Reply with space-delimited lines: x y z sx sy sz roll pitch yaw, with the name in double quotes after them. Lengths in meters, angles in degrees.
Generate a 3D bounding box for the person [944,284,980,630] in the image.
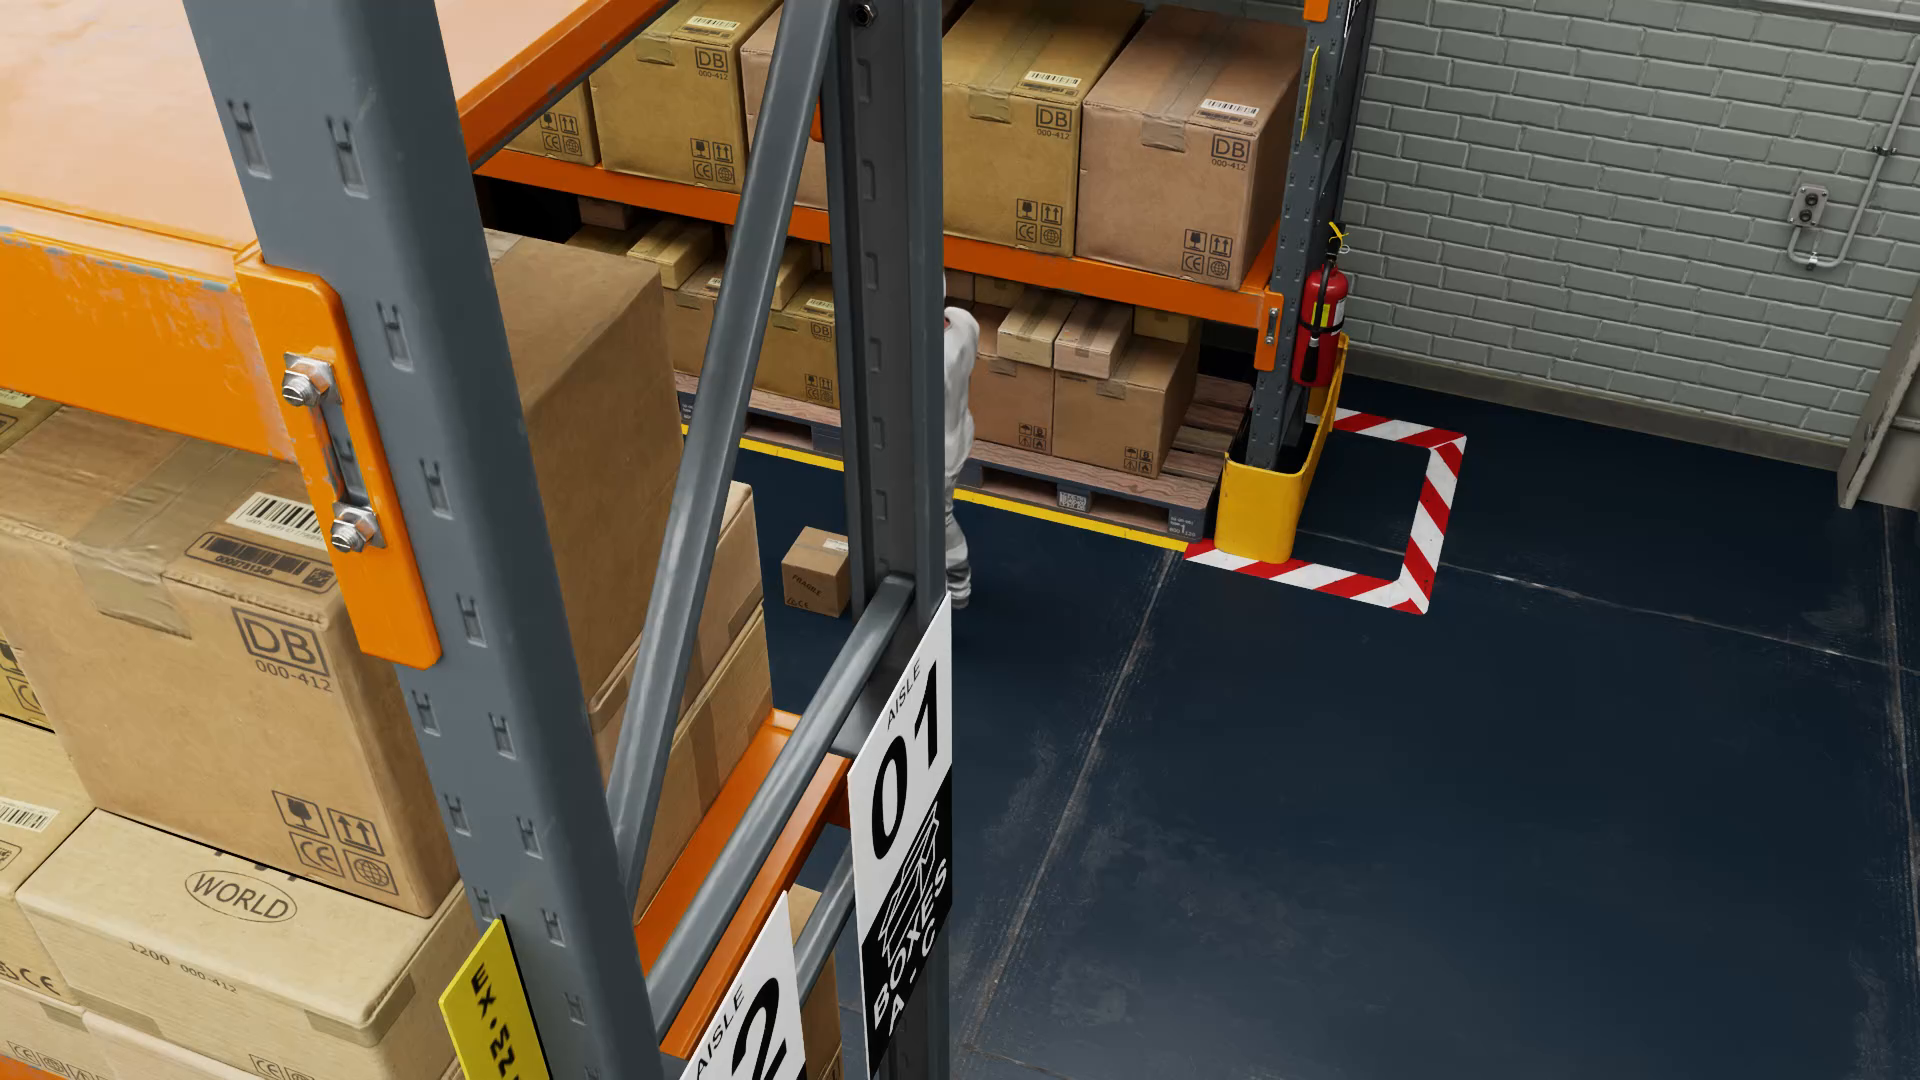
-0.143 -0.323 6.519 0.364 1.775 0.528 14 43 16 "person"
